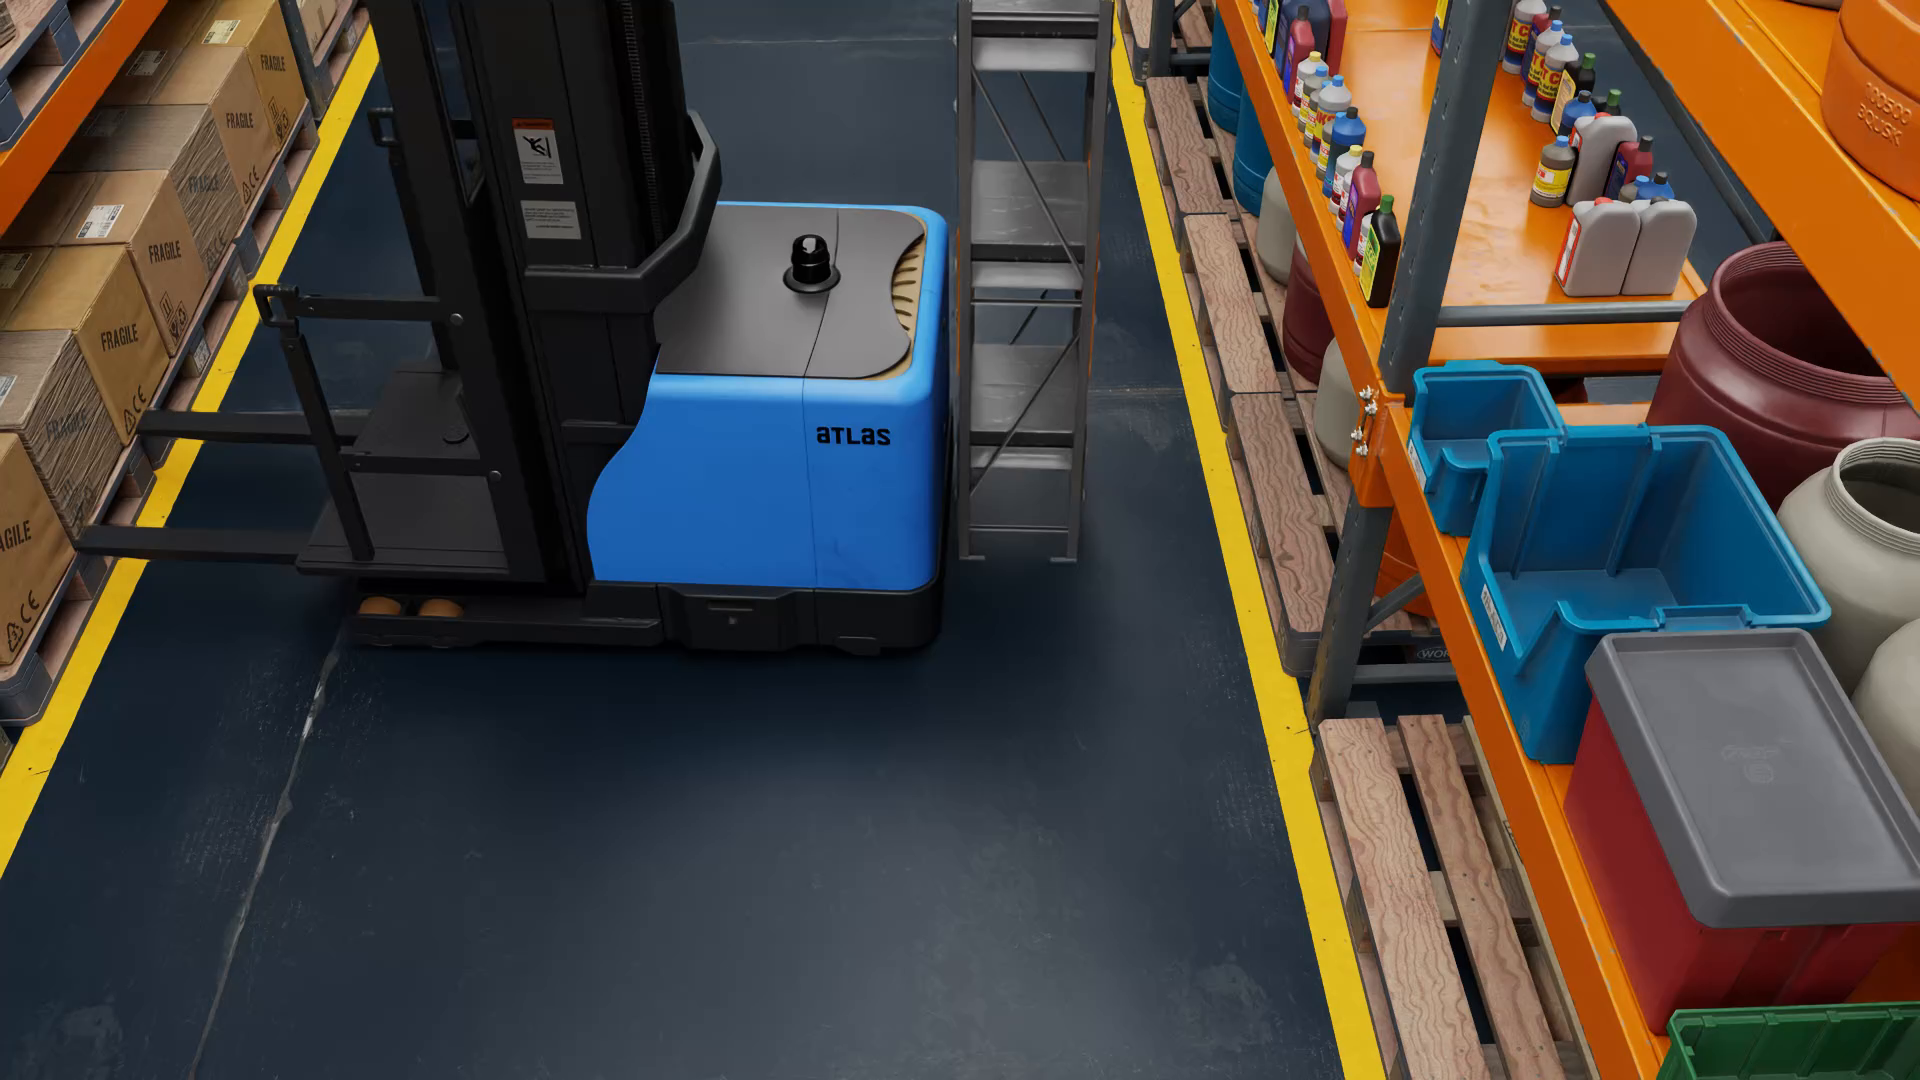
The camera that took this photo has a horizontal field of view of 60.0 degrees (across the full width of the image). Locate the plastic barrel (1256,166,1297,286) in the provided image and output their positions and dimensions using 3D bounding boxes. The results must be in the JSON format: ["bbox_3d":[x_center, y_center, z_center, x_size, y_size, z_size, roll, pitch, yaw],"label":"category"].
[{"bbox_3d":[1.377,-1.267,6.442,0.421,0.512,0.421,0,43,0],"label":"plastic barrel"}]

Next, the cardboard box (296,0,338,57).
[{"bbox_3d":[-3.345,-2.579,8.009,0.500,0.311,0.500,-2,43,-2],"label":"cardboard box"}]

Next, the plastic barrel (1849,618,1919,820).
[{"bbox_3d":[1.851,0.373,3.040,0.421,0.512,0.421,0,43,0],"label":"plastic barrel"}]

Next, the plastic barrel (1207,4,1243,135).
[{"bbox_3d":[1.412,-2.272,7.251,0.600,0.901,0.708,-2,43,-2],"label":"plastic barrel"}]

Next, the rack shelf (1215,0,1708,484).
[{"bbox_3d":[1.491,-1.643,5.855,1.077,0.370,4.000,-2,43,-2],"label":"rack shelf"}]

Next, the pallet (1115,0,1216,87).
[{"bbox_3d":[1.336,-2.726,8.568,1.003,0.211,1.213,-2,43,-2],"label":"pallet"}]

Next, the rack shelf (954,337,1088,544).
[{"bbox_3d":[0.206,-0.343,5.627,0.431,0.518,0.480,1,43,1],"label":"rack shelf"}]

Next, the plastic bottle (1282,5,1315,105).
[{"bbox_3d":[1.084,-1.548,5.305,0.061,0.283,0.133,-2,43,-2],"label":"plastic bottle"}]

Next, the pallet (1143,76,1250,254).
[{"bbox_3d":[1.397,-1.708,7.458,1.003,0.211,1.213,-2,43,-2],"label":"pallet"}]

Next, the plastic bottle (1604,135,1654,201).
[{"bbox_3d":[1.912,-1.040,4.751,0.061,0.283,0.133,-2,43,-2],"label":"plastic bottle"}]

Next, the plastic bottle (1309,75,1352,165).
[{"bbox_3d":[1.120,-1.269,5.009,0.097,0.271,0.097,0,43,0],"label":"plastic bottle"}]

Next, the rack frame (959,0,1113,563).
[{"bbox_3d":[0.197,-0.705,4.965,0.400,2.100,0.015,1,43,1],"label":"rack frame"}]

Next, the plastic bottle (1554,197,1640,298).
[{"bbox_3d":[1.729,-0.809,4.505,0.152,0.276,0.135,-2,43,-2],"label":"plastic bottle"}]

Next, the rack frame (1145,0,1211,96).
[{"bbox_3d":[1.406,-3.259,7.085,1.000,3.000,0.127,-2,43,-2],"label":"rack frame"}]

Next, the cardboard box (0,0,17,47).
[{"bbox_3d":[-3.360,-1.655,4.951,0.700,0.500,0.500,6,43,6],"label":"cardboard box"}]

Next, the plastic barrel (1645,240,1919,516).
[{"bbox_3d":[1.898,-0.304,3.761,0.600,0.536,0.708,-2,43,-2],"label":"plastic barrel"}]

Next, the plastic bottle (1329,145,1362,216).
[{"bbox_3d":[1.132,-1.046,4.818,0.097,0.201,0.097,0,43,0],"label":"plastic bottle"}]

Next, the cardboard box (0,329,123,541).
[{"bbox_3d":[-3.135,-0.328,5.412,0.500,0.500,0.500,-3,43,-3],"label":"cardboard box"}]

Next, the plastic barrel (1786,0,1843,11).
[{"bbox_3d":[1.394,-1.288,2.344,0.600,0.901,0.600,0,43,0],"label":"plastic barrel"}]

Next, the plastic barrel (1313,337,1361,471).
[{"bbox_3d":[1.425,-0.504,5.611,0.421,0.512,0.421,0,43,0],"label":"plastic barrel"}]

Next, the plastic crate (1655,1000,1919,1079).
[{"bbox_3d":[1.390,1.053,2.538,0.450,0.188,0.662,-2,43,-2],"label":"plastic crate"}]

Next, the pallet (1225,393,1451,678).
[{"bbox_3d":[1.501,-0.061,5.661,1.003,0.211,1.213,-2,43,-2],"label":"pallet"}]

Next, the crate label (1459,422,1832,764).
[{"bbox_3d":[1.348,0.107,3.387,0.502,0.435,0.616,-2,43,-2],"label":"crate label"}]

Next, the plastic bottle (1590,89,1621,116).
[{"bbox_3d":[1.901,-1.221,4.948,0.061,0.283,0.133,-2,43,-2],"label":"plastic bottle"}]

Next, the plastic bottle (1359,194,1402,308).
[{"bbox_3d":[1.133,-0.776,4.463,0.061,0.283,0.133,-2,43,-2],"label":"plastic bottle"}]

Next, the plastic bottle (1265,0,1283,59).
[{"bbox_3d":[1.071,-1.762,5.539,0.061,0.283,0.133,-2,43,-2],"label":"plastic bottle"}]

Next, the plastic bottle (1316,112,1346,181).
[{"bbox_3d":[1.124,-1.177,4.961,0.097,0.201,0.097,0,43,0],"label":"plastic bottle"}]

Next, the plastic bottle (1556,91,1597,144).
[{"bbox_3d":[1.823,-1.202,4.936,0.097,0.271,0.097,0,43,0],"label":"plastic bottle"}]

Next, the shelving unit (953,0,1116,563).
[{"bbox_3d":[0.206,-0.869,5.145,0.431,2.100,0.503,1,43,1],"label":"shelving unit"}]

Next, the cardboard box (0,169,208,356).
[{"bbox_3d":[-3.178,-1.019,6.166,0.500,0.500,0.500,-3,43,-3],"label":"cardboard box"}]

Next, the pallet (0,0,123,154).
[{"bbox_3d":[-3.460,-1.661,5.484,1.003,0.211,1.213,-2,43,-2],"label":"pallet"}]

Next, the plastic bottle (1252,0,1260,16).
[{"bbox_3d":[1.076,-1.961,5.765,0.097,0.271,0.097,0,43,0],"label":"plastic bottle"}]

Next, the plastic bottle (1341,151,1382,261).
[{"bbox_3d":[1.123,-0.932,4.633,0.061,0.283,0.133,-2,43,-2],"label":"plastic bottle"}]

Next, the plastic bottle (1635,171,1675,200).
[{"bbox_3d":[1.903,-0.891,4.598,0.097,0.271,0.097,0,43,0],"label":"plastic bottle"}]

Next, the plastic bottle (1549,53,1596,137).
[{"bbox_3d":[1.891,-1.376,5.118,0.061,0.283,0.133,-2,43,-2],"label":"plastic bottle"}]

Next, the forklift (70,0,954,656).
[{"bbox_3d":[-1.557,-1.086,4.766,3.031,2.935,1.130,2,43,2],"label":"forklift"}]

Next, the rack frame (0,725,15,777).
[{"bbox_3d":[-3.373,-0.419,3.987,1.000,3.000,0.127,-2,43,-2],"label":"rack frame"}]

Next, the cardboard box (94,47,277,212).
[{"bbox_3d":[-3.223,-1.701,6.910,0.500,0.500,0.500,-2,43,-2],"label":"cardboard box"}]

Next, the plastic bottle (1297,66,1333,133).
[{"bbox_3d":[1.111,-1.374,5.176,0.097,0.201,0.097,0,43,0],"label":"plastic bottle"}]

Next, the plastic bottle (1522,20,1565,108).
[{"bbox_3d":[1.864,-1.515,5.278,0.097,0.271,0.097,0,43,0],"label":"plastic bottle"}]

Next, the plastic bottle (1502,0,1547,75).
[{"bbox_3d":[1.854,-1.671,5.448,0.097,0.271,0.097,0,43,0],"label":"plastic bottle"}]

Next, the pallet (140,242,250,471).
[{"bbox_3d":[-3.416,-0.717,6.376,1.003,0.211,1.213,-2,43,-2],"label":"pallet"}]
